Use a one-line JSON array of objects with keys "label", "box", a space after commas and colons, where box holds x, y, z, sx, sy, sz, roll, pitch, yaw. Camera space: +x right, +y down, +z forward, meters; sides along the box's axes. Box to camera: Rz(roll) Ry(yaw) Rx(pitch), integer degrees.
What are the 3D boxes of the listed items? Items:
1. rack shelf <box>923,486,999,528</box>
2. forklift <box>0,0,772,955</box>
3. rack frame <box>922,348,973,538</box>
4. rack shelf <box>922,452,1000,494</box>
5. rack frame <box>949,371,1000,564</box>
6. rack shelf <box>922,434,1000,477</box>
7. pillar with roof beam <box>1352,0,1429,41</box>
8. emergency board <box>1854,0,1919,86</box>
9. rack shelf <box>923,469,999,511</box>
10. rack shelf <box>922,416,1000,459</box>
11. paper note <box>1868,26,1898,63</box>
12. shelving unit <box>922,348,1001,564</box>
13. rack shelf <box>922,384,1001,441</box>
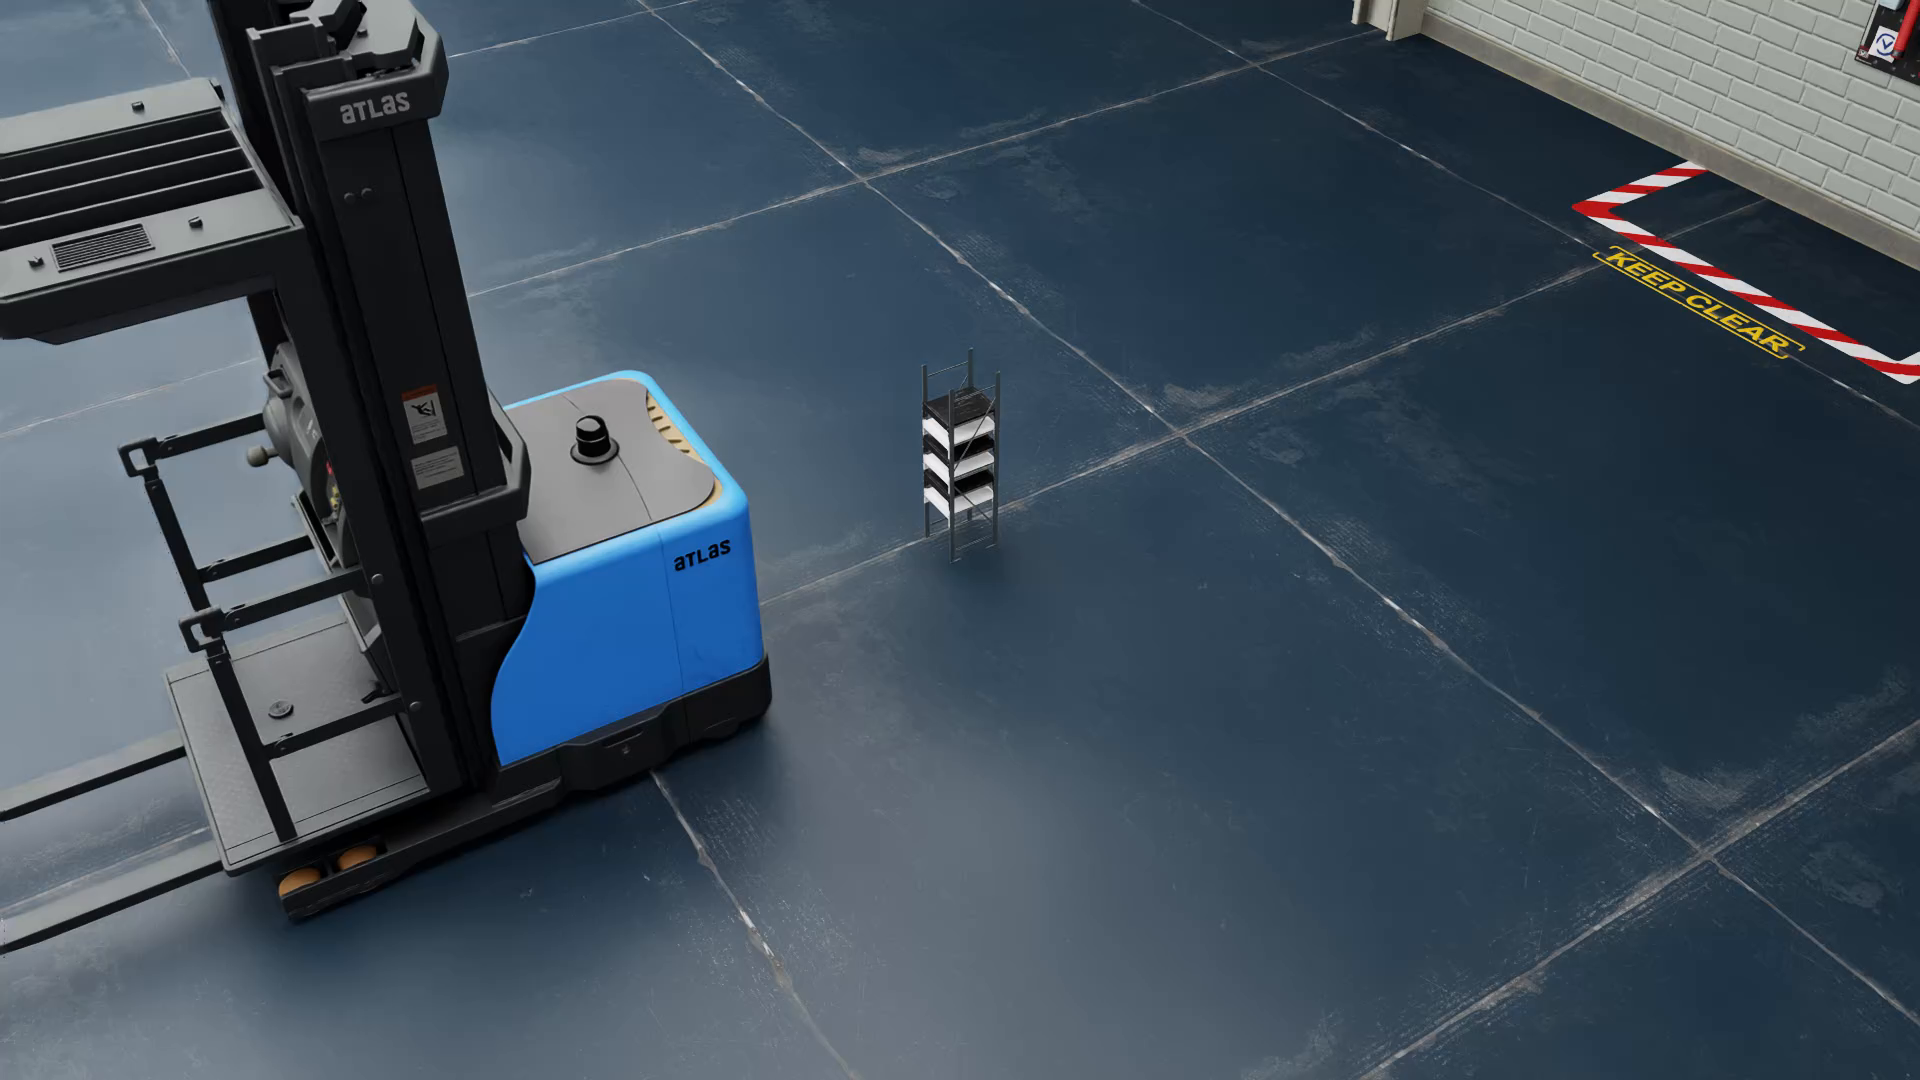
[{"label": "rack shelf", "box": [0.004, -0.177, 7.093, 0.258, 0.077, 0.200, -22, 45, -24]}, {"label": "forklift", "box": [-2.253, -0.227, 5.232, 3.031, 2.935, 1.130, -21, 44, -23]}, {"label": "rack frame", "box": [-0.050, -0.396, 7.023, 0.240, 0.900, 0.006, -22, 45, -24]}, {"label": "rack shelf", "box": [0.004, -0.316, 6.978, 0.258, 0.077, 0.200, -22, 45, -24]}, {"label": "rack frame", "box": [0.059, -0.286, 6.891, 0.240, 0.900, 0.006, -22, 45, -24]}, {"label": "rack shelf", "box": [0.004, -0.385, 6.920, 0.258, 0.077, 0.200, -22, 45, -24]}, {"label": "pillar with roof beam", "box": [-0.671, -5.531, 6.858, 9.100, 9.000, 0.400, -22, 45, -24]}, {"label": "emergency board", "box": [4.888, -2.817, 8.287, 0.194, 1.169, 0.643, -22, 45, -24]}, {"label": "rack shelf", "box": [0.004, -0.247, 7.036, 0.258, 0.077, 0.200, -22, 45, -24]}, {"label": "rack shelf", "box": [0.004, -0.454, 6.863, 0.258, 0.077, 0.200, -22, 45, -24]}, {"label": "paper note", "box": [4.851, -2.598, 8.713, 0.016, 0.148, 0.142, -22, 45, -24]}, {"label": "shelving unit", "box": [0.004, -0.341, 6.957, 0.258, 0.900, 0.210, -22, 45, -24]}, {"label": "rack shelf", "box": [0.004, -0.523, 6.805, 0.258, 0.077, 0.200, -22, 45, -24]}]
